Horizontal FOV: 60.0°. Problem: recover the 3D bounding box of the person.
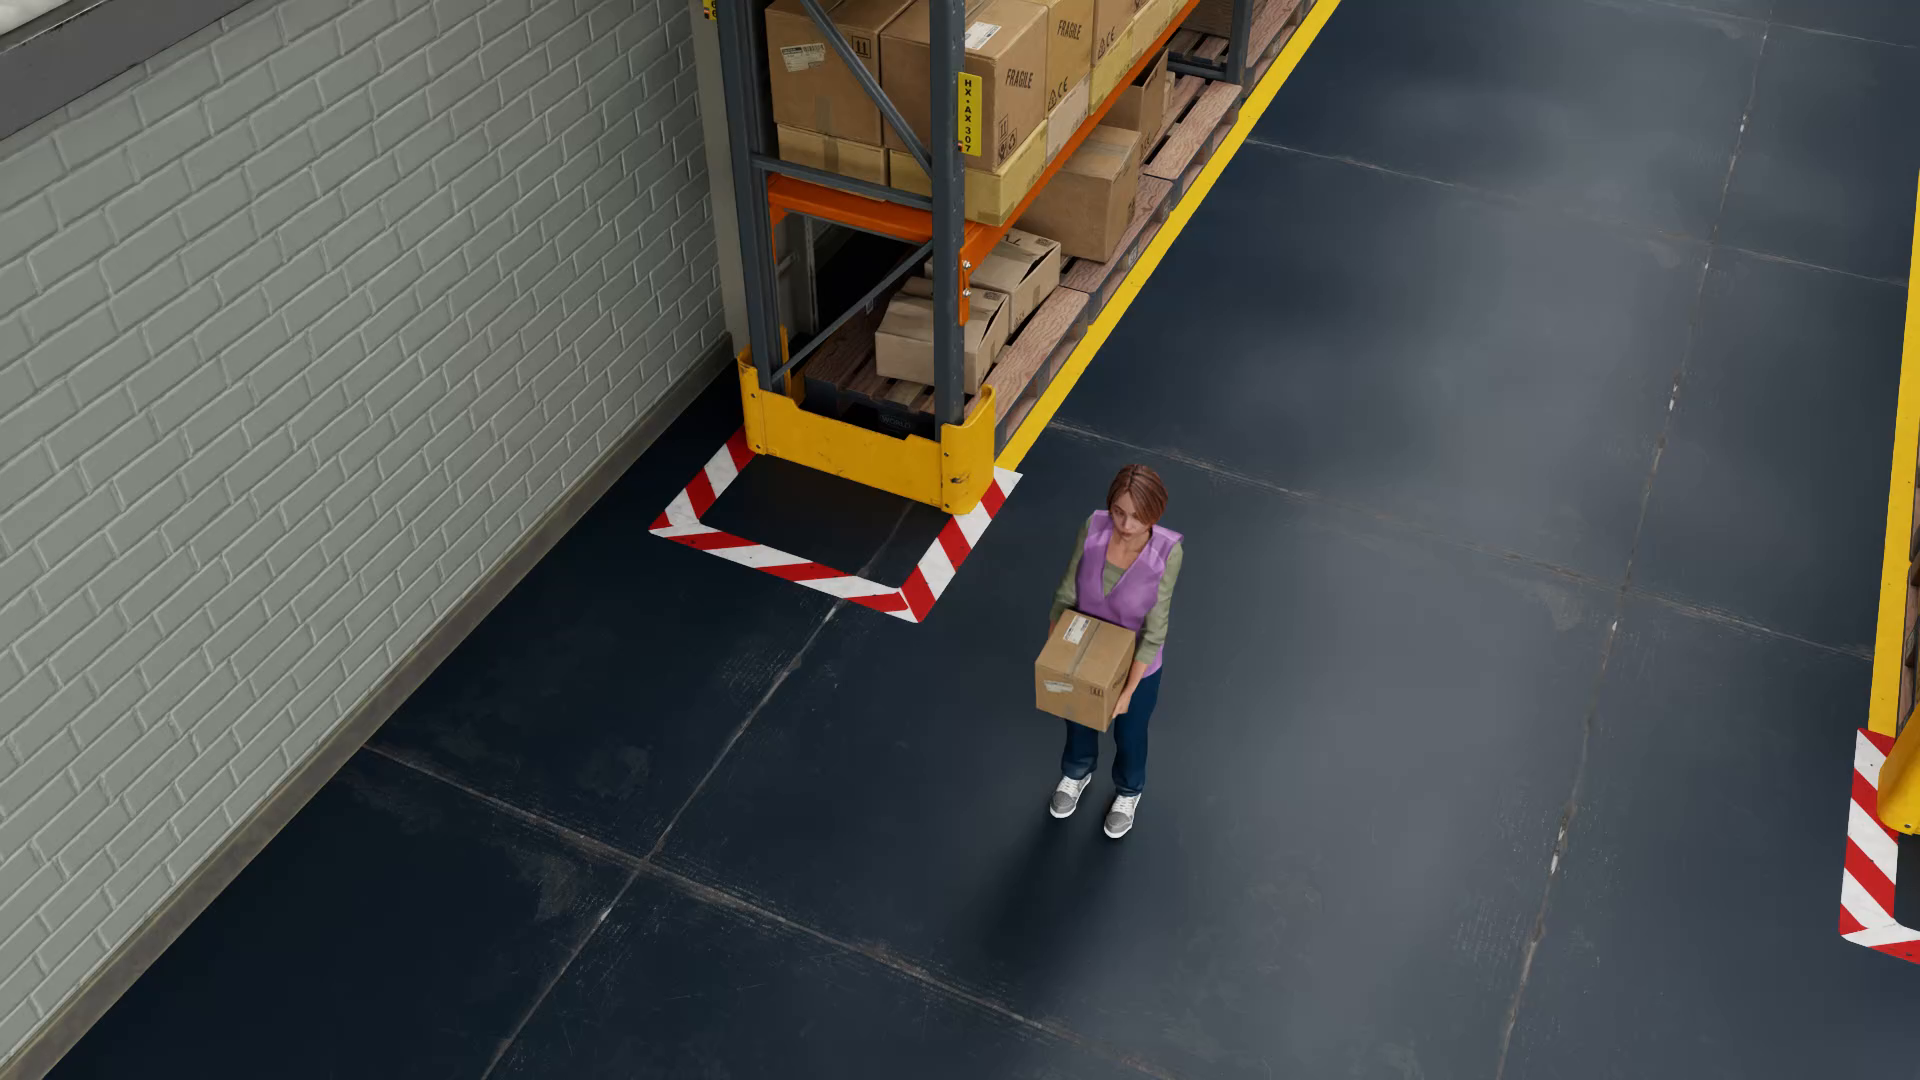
[{"bbox_3d":[0.491,0.447,5.686,0.404,1.594,0.494,18,46,19],"label":"person"}]
